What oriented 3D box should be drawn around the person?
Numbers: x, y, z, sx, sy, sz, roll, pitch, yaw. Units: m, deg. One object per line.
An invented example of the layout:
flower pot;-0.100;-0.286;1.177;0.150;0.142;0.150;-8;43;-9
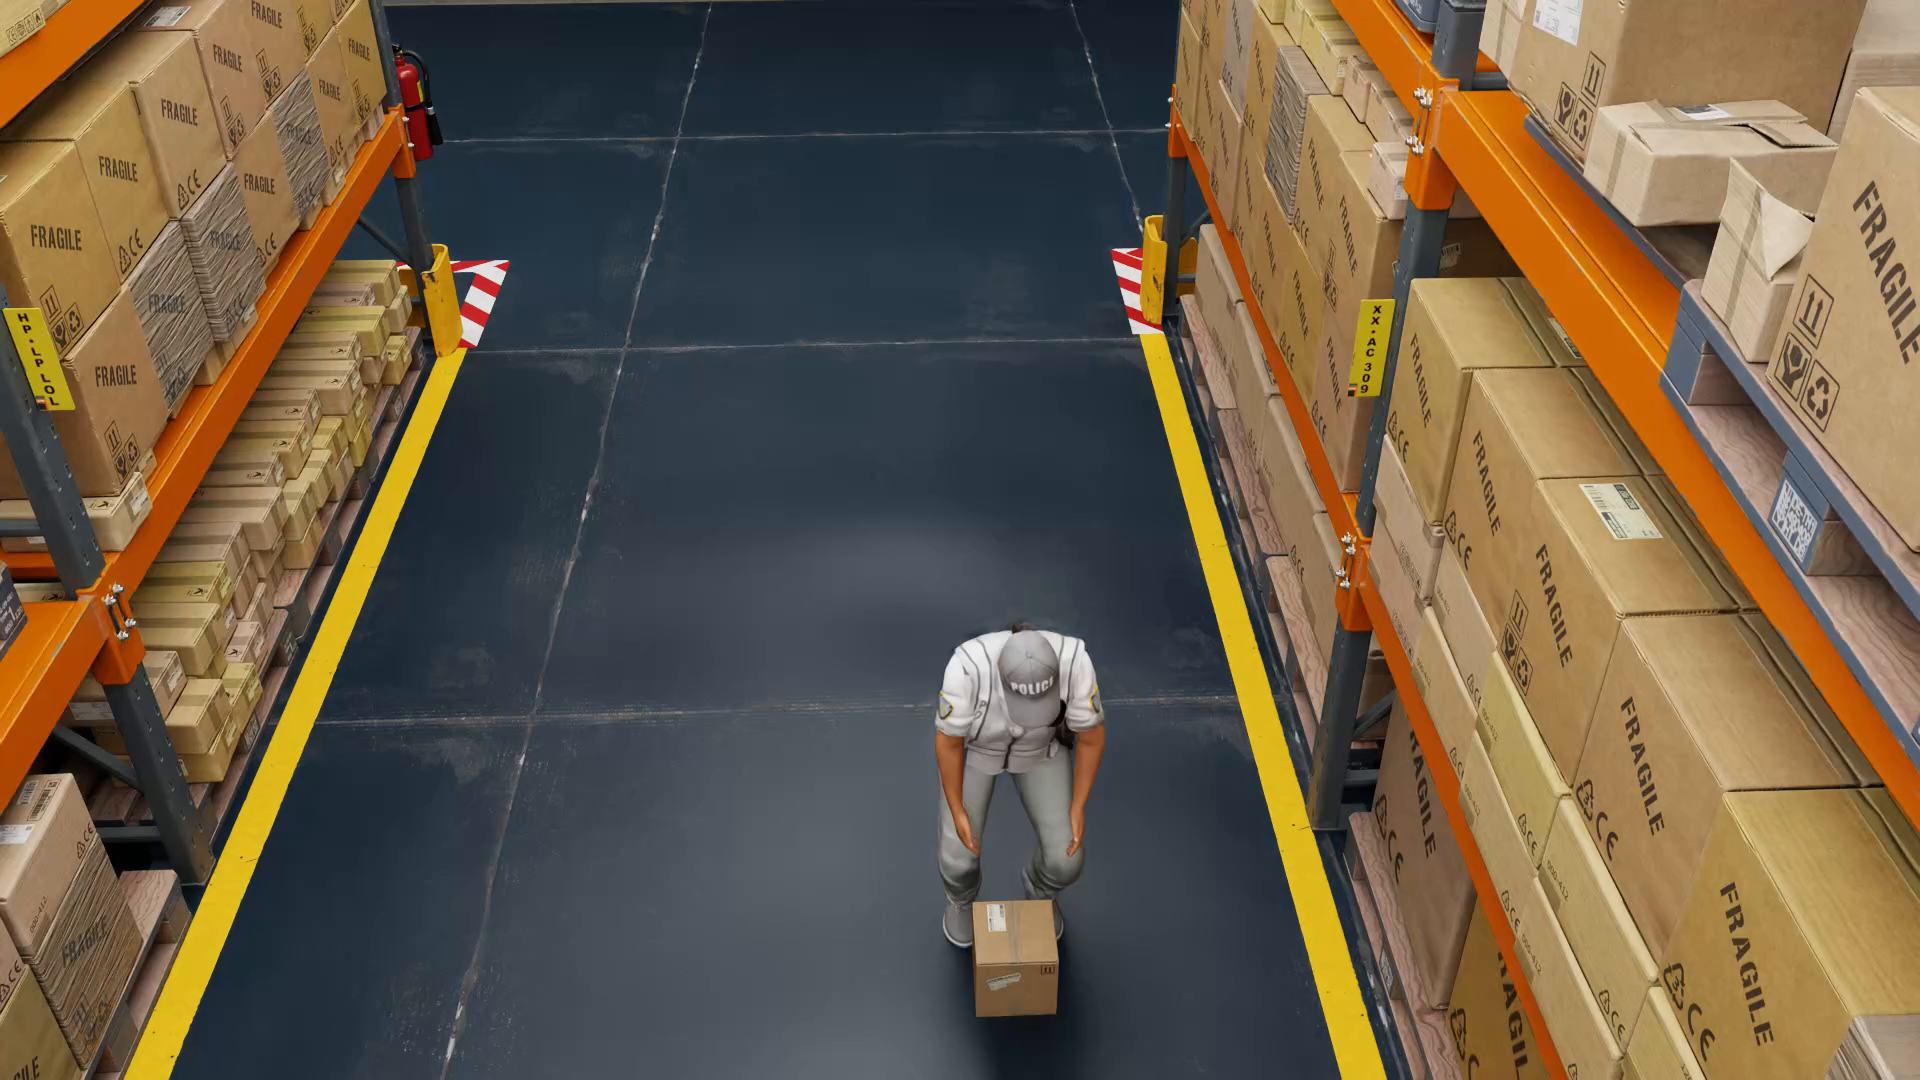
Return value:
person;0.184;0.742;5.316;0.533;1.428;0.691;-1;35;-2
